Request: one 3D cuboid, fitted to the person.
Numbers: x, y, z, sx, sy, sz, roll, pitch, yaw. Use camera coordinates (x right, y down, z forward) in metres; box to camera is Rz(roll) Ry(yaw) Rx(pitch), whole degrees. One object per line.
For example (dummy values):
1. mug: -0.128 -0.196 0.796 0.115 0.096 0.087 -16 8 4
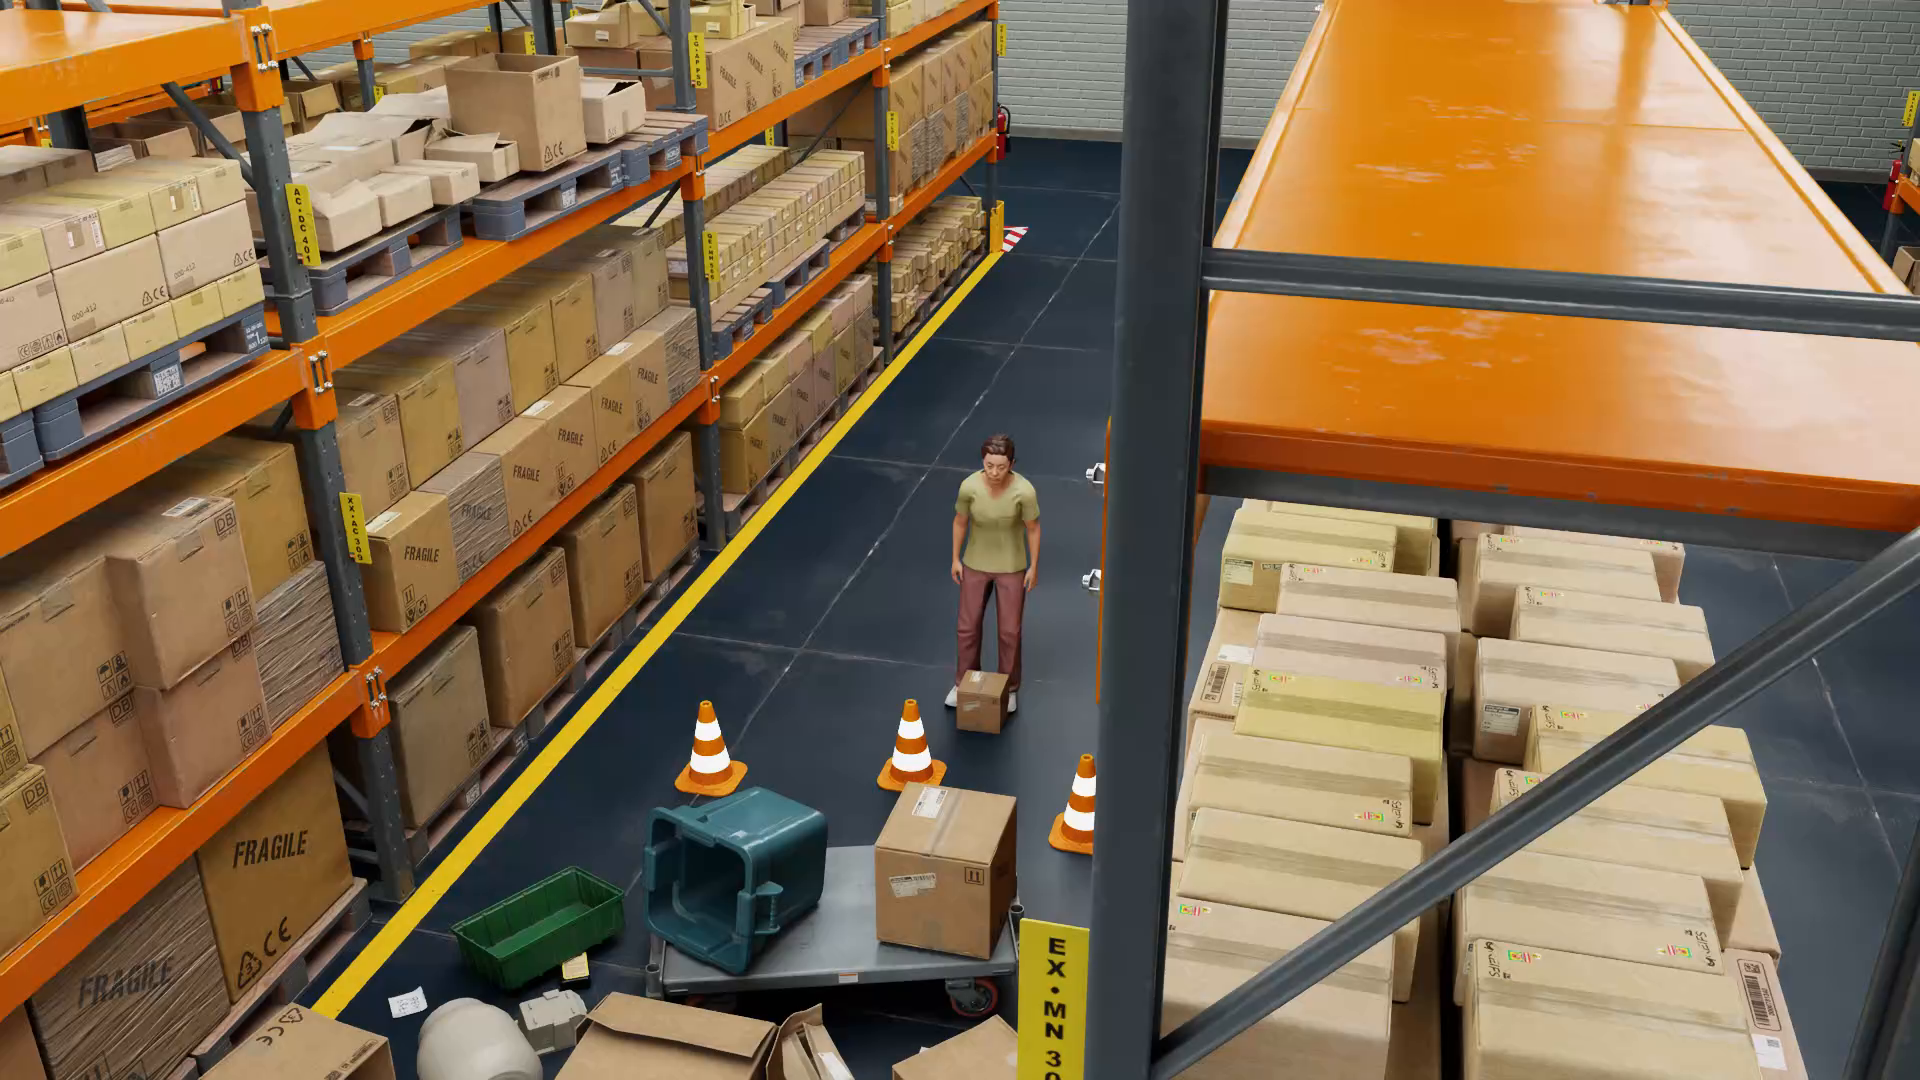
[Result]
1. person: 0.189 0.170 9.343 0.513 1.671 0.359 5 26 10
